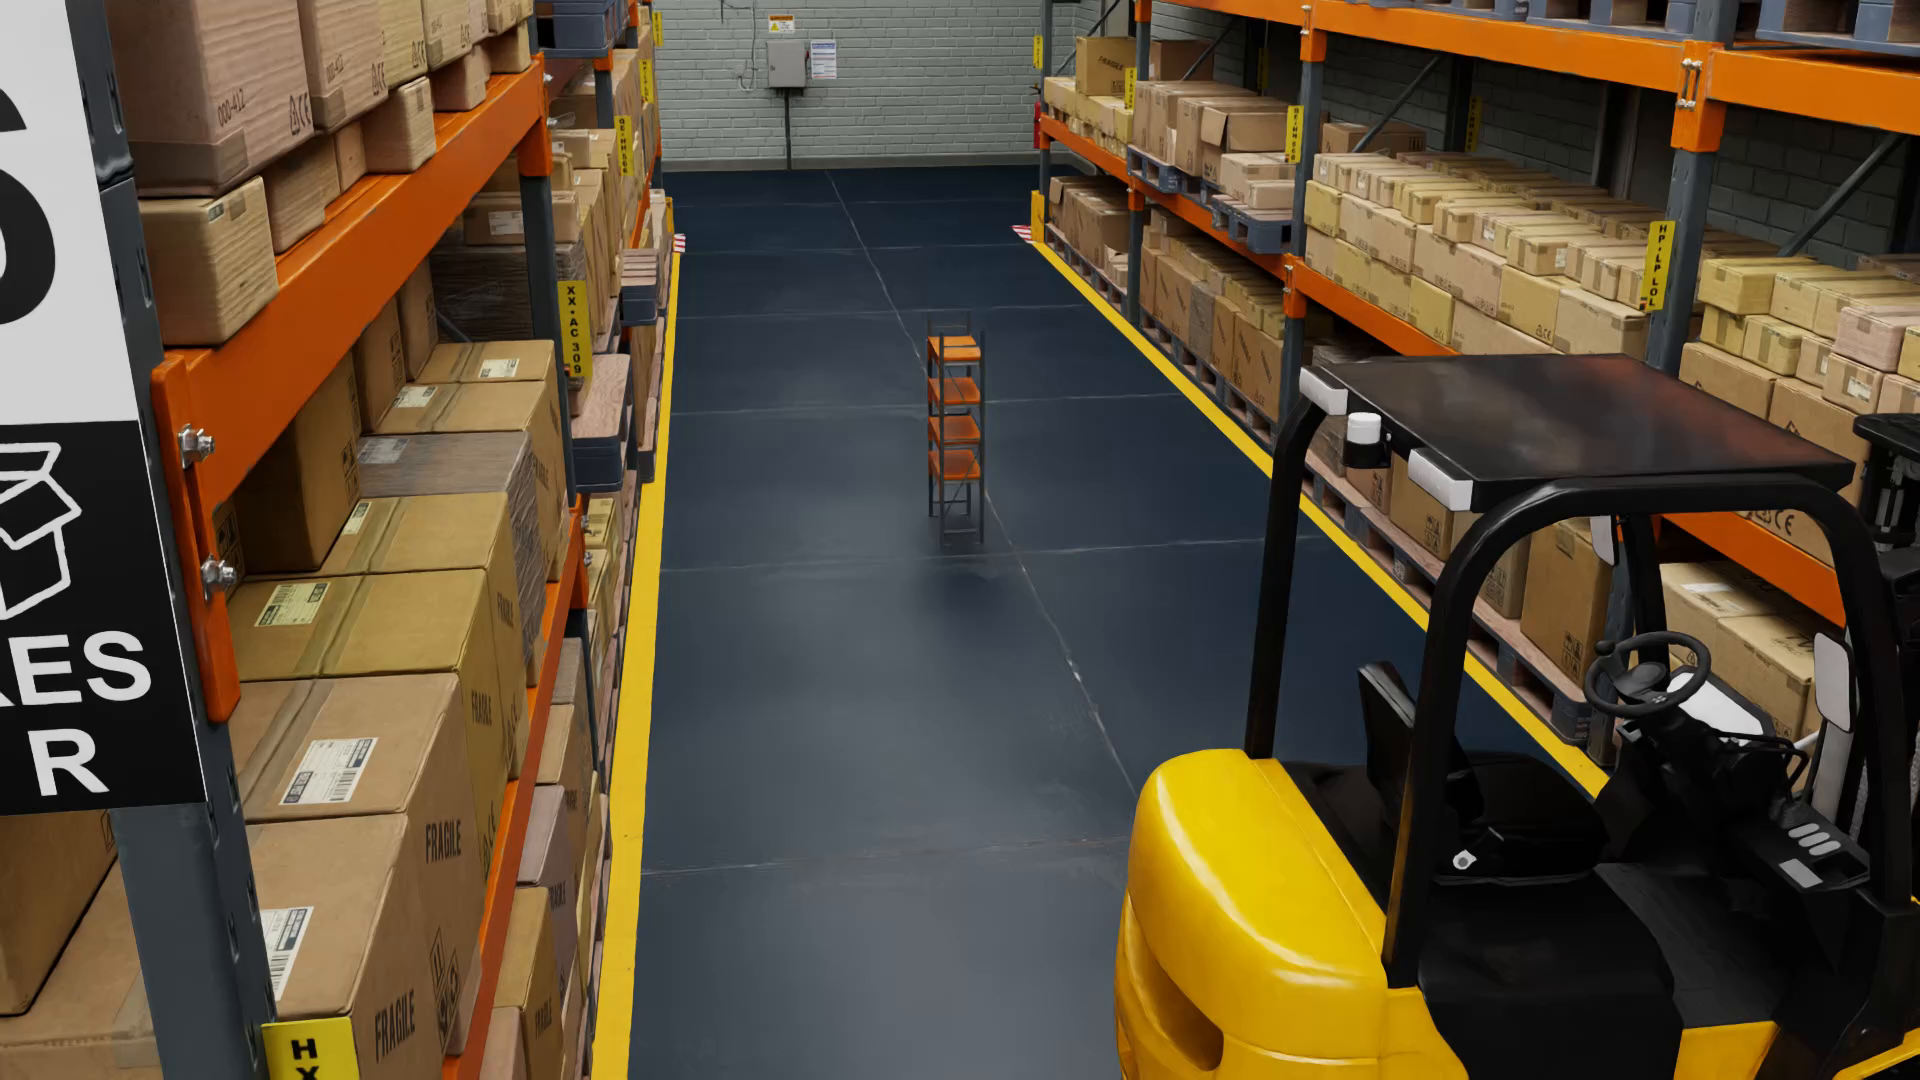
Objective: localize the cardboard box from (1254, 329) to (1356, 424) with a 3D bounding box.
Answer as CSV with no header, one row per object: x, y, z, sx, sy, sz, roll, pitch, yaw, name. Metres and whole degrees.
2.229,-1.071,10.769,0.500,0.500,0.500,-2,21,-6,cardboard box

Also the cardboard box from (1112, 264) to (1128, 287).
1.555,-2.334,14.652,0.380,0.149,0.250,-4,21,-9,cardboard box

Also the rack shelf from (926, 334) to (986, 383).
-0.024,-0.988,9.022,0.258,0.148,0.480,-3,21,-8,rack shelf

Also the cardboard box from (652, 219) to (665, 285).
-3.099,-2.572,14.877,0.875,0.438,0.875,-4,21,-9,cardboard box

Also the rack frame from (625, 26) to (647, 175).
-2.985,-3.043,13.076,1.000,3.000,0.127,-3,21,-8,rack frame

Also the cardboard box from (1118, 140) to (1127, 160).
1.571,-3.364,14.294,0.380,0.149,0.250,-2,21,-6,cardboard box

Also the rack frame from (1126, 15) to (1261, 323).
1.926,-3.294,13.750,1.000,3.000,0.127,-3,21,-8,rack frame

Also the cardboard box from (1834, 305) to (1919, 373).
2.940,-0.621,5.097,0.380,0.149,0.250,-2,21,-7,cardboard box

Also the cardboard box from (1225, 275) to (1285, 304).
2.087,-1.764,11.697,0.380,0.149,0.250,-3,21,-9,cardboard box

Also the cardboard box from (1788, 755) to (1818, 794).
2.979,0.865,5.230,0.500,0.250,0.500,-3,21,-8,cardboard box

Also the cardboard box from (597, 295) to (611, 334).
-1.759,-1.012,7.397,0.380,0.149,0.250,-2,21,-6,cardboard box

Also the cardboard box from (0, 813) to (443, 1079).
-1.049,0.748,2.359,0.500,0.500,0.500,-3,21,-9,cardboard box

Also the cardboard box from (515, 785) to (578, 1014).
-1.331,1.011,4.480,0.500,0.500,0.500,-2,21,-5,cardboard box

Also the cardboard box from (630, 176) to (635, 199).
-2.370,-2.362,10.753,0.500,0.250,0.500,-3,21,-8,cardboard box

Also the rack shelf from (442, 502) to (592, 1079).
-1.544,0.756,3.932,1.077,0.370,4.000,-3,21,-8,rack shelf

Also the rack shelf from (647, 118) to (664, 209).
-3.273,-3.398,15.056,1.077,0.370,4.000,-3,21,-8,rack shelf

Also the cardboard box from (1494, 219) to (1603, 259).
2.627,-1.336,7.437,0.380,0.149,0.250,-3,21,-9,cardboard box

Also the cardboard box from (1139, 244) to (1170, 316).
1.773,-2.141,13.635,0.500,0.500,0.500,-2,21,-5,cardboard box

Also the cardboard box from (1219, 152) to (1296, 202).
2.030,-2.385,10.929,0.500,0.250,0.500,-4,21,-10,cardboard box

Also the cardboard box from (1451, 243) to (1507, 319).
2.606,-1.201,7.644,0.500,0.250,0.500,-3,21,-7,cardboard box

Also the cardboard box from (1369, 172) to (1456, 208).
2.410,-1.865,8.853,0.380,0.149,0.250,-3,21,-7,cardboard box

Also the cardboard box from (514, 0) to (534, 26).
-1.502,-1.607,4.735,0.500,0.250,0.500,-3,21,-8,cardboard box

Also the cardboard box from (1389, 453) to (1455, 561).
2.778,-0.318,8.575,0.875,0.625,0.625,-4,21,-10,cardboard box

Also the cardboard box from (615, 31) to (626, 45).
-2.774,-3.984,13.098,0.380,0.149,0.250,-3,21,-9,cardboard box

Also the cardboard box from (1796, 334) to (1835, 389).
2.969,-0.573,5.394,0.380,0.149,0.250,-3,21,-8,cardboard box

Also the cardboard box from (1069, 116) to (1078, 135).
1.262,-3.986,15.959,0.380,0.149,0.250,-4,21,-9,cardboard box

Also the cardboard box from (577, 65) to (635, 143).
-2.447,-2.882,11.074,0.500,0.500,0.500,-3,21,-7,cardboard box

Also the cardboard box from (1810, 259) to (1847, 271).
3.241,-1.008,6.557,0.380,0.149,0.250,-3,21,-9,cardboard box

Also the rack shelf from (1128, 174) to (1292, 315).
2.214,-2.265,12.022,1.077,0.370,4.000,-3,21,-8,rack shelf

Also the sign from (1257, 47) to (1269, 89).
2.475,-3.866,13.625,0.100,0.325,0.005,-3,21,-8,sign

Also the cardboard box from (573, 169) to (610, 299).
-1.831,-1.355,7.389,0.500,0.500,0.500,-4,21,-10,cardboard box

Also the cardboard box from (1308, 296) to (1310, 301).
2.576,-1.798,11.787,0.380,0.149,0.250,-3,21,-9,cardboard box

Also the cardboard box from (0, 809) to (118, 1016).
-1.545,0.292,2.151,0.700,0.500,0.500,-3,21,-9,cardboard box

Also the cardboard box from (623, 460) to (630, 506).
-2.337,-0.428,9.229,0.950,0.372,0.625,-4,21,-11,cardboard box

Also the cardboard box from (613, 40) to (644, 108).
-2.814,-3.735,13.358,0.500,0.500,0.500,-3,21,-7,cardboard box

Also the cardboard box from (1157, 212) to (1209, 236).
1.799,-2.538,13.345,0.380,0.149,0.250,-4,21,-10,cardboard box

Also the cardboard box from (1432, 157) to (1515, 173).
2.898,-2.073,9.409,0.380,0.149,0.250,-2,21,-6,cardboard box

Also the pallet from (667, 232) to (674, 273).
-3.369,-2.849,16.541,1.003,0.211,1.213,-3,21,-8,pallet

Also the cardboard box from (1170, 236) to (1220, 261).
1.879,-2.306,13.149,0.380,0.149,0.250,-4,21,-11,cardboard box

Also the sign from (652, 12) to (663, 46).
-3.023,-5.104,16.600,0.100,0.325,0.005,-3,21,-8,sign

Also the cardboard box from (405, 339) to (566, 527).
-1.522,-0.318,5.212,0.500,0.500,0.500,-3,21,-9,cardboard box

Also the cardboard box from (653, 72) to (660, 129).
-3.230,-4.321,16.355,0.500,0.500,0.500,-3,21,-7,cardboard box

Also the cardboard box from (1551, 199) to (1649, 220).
3.067,-1.538,7.977,0.380,0.149,0.250,-3,21,-7,cardboard box

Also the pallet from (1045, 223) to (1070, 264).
1.476,-3.071,17.136,1.003,0.211,1.213,-3,21,-8,pallet

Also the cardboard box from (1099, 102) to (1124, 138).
1.524,-3.700,14.626,0.500,0.250,0.500,-3,21,-8,cardboard box

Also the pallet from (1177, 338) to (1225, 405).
2.260,-1.285,12.355,1.003,0.211,1.213,-3,21,-8,pallet

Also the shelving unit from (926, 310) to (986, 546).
-0.024,-0.619,9.160,0.258,1.200,0.503,-3,21,-8,shelving unit

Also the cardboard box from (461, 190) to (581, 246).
-1.550,-1.140,5.887,0.380,0.149,0.250,-3,21,-8,cardboard box

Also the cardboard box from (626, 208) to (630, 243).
-2.322,-1.947,10.355,0.500,0.250,0.500,-4,21,-9,cardboard box

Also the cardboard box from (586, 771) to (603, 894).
-1.481,1.010,5.556,0.500,0.250,0.500,-2,21,-5,cardboard box

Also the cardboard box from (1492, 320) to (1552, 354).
2.670,-0.789,7.257,0.500,0.250,0.500,-3,21,-8,cardboard box

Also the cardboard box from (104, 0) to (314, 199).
-1.064,-0.550,1.903,0.500,0.250,0.500,-3,21,-9,cardboard box

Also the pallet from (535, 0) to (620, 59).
-1.816,-1.809,5.755,1.213,0.211,1.003,-3,21,-8,pallet

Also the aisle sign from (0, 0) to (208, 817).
-0.940,-0.100,1.481,0.394,0.787,0.004,-3,21,-8,aisle sign

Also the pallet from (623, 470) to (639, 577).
-2.297,-0.081,9.131,1.003,0.211,1.213,-3,21,-8,pallet

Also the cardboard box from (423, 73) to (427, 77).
-1.250,-0.843,3.258,0.380,0.149,0.250,-3,21,-9,cardboard box

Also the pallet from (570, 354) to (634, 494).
-1.798,-0.455,6.422,1.003,0.211,1.213,-3,21,-8,pallet
